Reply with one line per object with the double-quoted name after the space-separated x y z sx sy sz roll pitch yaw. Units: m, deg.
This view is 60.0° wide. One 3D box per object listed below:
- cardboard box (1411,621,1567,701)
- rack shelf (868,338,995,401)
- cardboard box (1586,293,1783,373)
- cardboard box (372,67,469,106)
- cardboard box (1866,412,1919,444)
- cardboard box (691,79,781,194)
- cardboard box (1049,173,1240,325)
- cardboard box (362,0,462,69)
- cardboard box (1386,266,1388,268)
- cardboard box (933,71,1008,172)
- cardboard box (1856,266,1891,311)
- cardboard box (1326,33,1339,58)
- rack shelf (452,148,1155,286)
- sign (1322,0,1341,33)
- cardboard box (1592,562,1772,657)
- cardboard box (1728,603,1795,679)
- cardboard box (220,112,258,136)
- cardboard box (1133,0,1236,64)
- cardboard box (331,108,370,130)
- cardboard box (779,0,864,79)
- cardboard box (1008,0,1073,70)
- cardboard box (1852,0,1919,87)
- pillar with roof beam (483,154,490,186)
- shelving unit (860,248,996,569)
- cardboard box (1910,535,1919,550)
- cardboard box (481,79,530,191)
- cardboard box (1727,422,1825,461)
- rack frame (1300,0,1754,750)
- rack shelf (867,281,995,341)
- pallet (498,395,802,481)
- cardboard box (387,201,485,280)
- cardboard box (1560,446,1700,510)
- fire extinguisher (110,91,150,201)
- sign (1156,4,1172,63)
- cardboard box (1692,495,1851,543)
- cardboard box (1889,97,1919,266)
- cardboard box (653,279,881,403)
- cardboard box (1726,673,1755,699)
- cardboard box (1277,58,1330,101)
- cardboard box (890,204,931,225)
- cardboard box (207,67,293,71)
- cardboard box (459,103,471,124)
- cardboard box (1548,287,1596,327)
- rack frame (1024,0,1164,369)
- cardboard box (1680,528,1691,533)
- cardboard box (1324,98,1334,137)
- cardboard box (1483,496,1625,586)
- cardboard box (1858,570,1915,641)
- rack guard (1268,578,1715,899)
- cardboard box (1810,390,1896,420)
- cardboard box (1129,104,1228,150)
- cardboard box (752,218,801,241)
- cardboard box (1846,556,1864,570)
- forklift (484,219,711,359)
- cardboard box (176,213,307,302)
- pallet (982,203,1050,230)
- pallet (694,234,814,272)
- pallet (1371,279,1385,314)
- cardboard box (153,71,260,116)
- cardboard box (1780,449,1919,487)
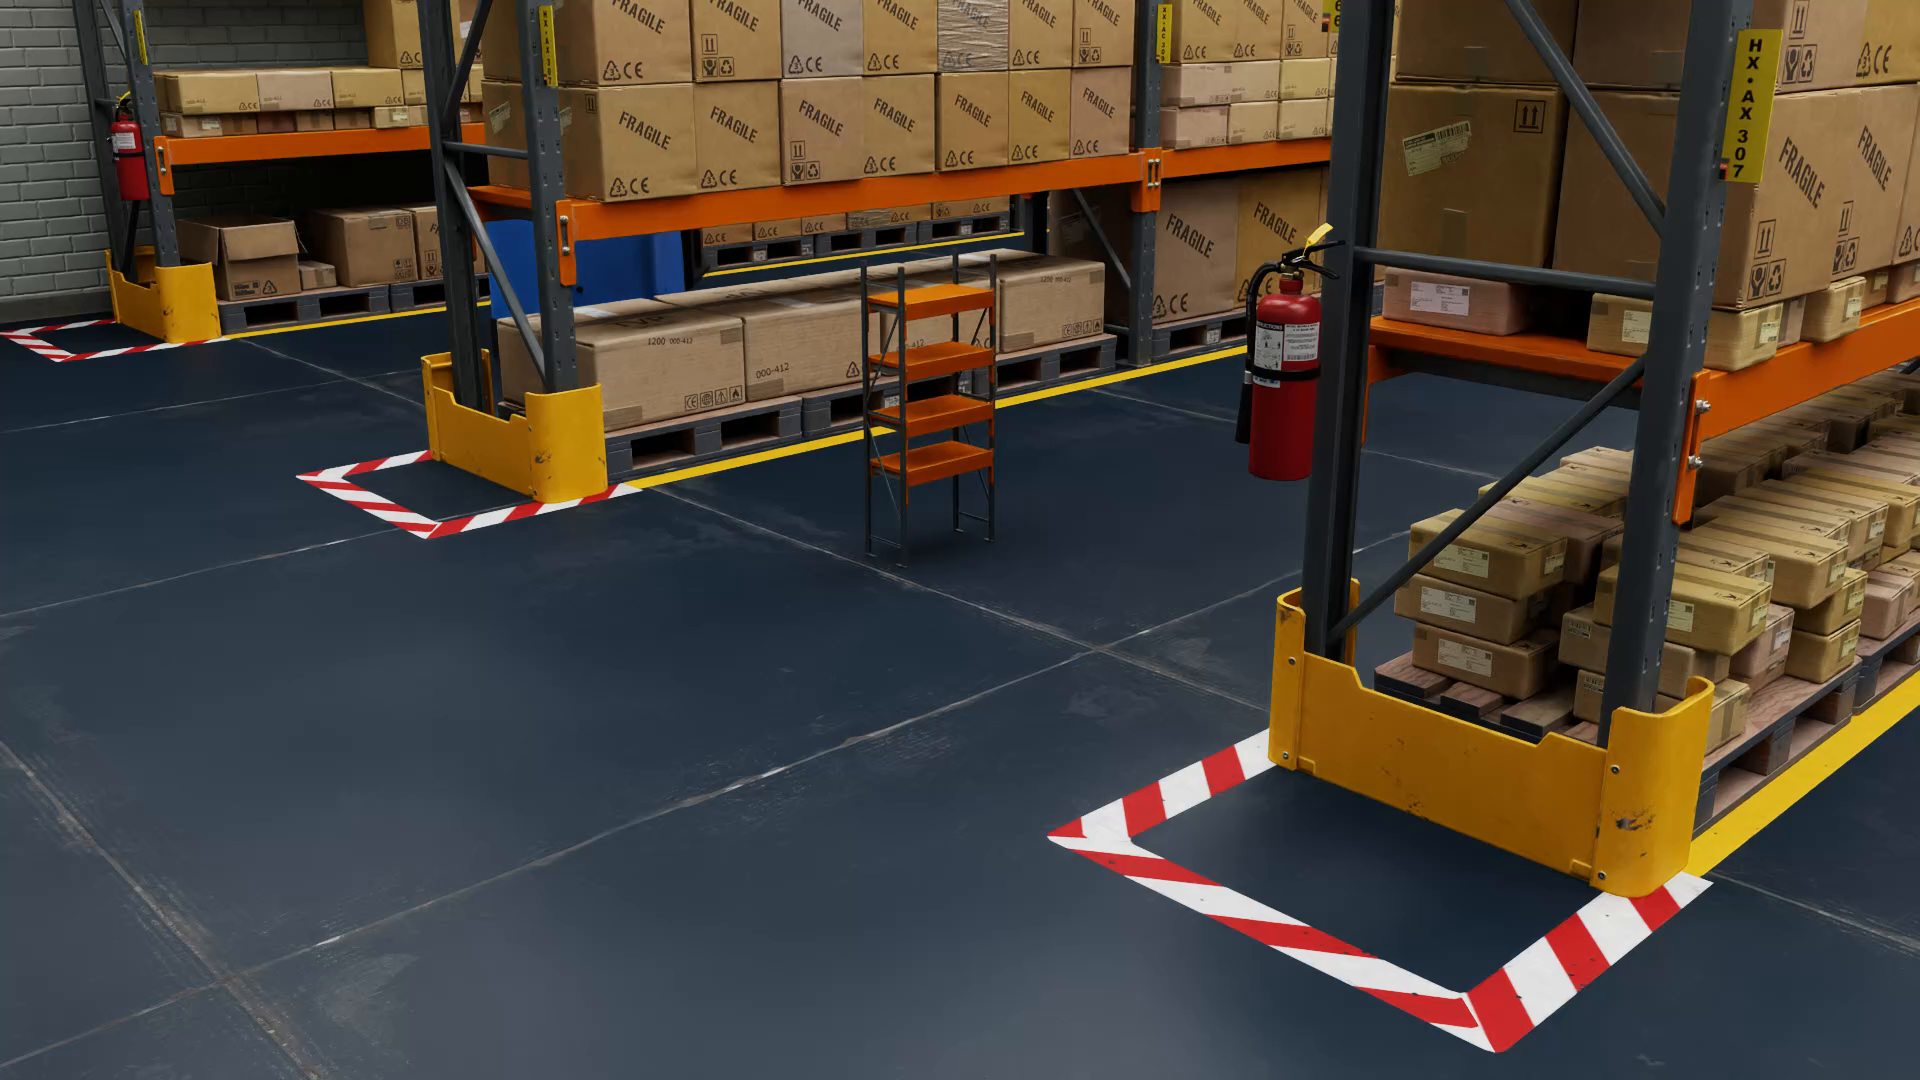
1.604 0.333 5.036 0.250 0.149 0.380 -16 24 -40 "cardboard box"
-0.120 -0.684 6.643 0.480 0.148 0.258 -16 24 -41 "rack shelf"
1.825 -0.541 4.197 0.250 0.149 0.380 -17 24 -41 "cardboard box"
-3.919 -3.299 12.057 0.500 0.250 0.500 -17 25 -42 "cardboard box"
3.615 -0.351 6.180 0.250 0.149 0.380 -15 23 -39 "cardboard box"
-1.215 -1.952 7.978 0.500 0.500 0.500 -17 24 -42 "cardboard box"
1.192 -1.939 10.866 0.875 0.875 0.875 -15 23 -39 "cardboard box"
-3.918 -3.645 11.910 0.500 0.500 0.500 -15 24 -39 "cardboard box"
3.144 -2.510 12.626 0.875 0.875 0.875 -17 24 -41 "cardboard box"
-0.090 -2.273 8.969 0.500 0.500 0.500 -17 24 -42 "cardboard box"
2.522 -0.787 4.955 0.250 0.149 0.380 -17 24 -41 "cardboard box"
2.402 -3.483 11.082 0.500 0.500 0.500 -17 24 -42 "cardboard box"
-0.656 -1.835 8.947 4.000 0.370 1.077 -16 24 -41 "rack shelf"
0.998 -1.495 4.343 0.005 0.325 0.100 -16 24 -41 "sign"
1.979 0.173 4.564 0.380 0.149 0.250 17 24 41 "cardboard box"
2.160 0.251 4.807 0.250 0.149 0.380 -16 24 -41 "cardboard box"
-4.942 -2.818 11.219 0.250 0.149 0.380 -15 24 -39 "cardboard box"
1.314 -3.153 10.062 0.500 0.500 0.500 -16 24 -40 "cardboard box"
-4.360 -2.979 11.715 0.250 0.149 0.380 -16 24 -40 "cardboard box"
-0.826 -2.536 8.160 0.500 0.500 0.500 -16 24 -41 "cardboard box"
0.270 -2.856 9.148 0.500 0.500 0.500 -17 24 -42 "cardboard box"
2.236 -1.474 4.402 0.500 0.500 0.500 -15 23 -39 "cardboard box"
-0.784 -5.656 9.838 0.400 9.000 9.100 -16 24 -41 "pillar with roof beam"
-0.120 -0.536 6.691 0.503 1.200 0.258 -16 24 -41 "shelving unit"
3.260 -0.097 5.881 0.380 0.149 0.250 17 24 41 "cardboard box"
-1.941 -1.962 8.011 0.500 0.500 0.500 -16 24 -41 "cardboard box"
2.932 -0.331 6.119 0.380 0.149 0.250 17 24 42 "cardboard box"
1.365 -0.665 4.173 0.127 3.000 1.000 -16 24 -41 "rack frame"
-0.120 -0.909 6.570 0.480 0.148 0.258 -16 24 -41 "rack shelf"
-1.582 -0.614 8.535 1.213 0.211 1.003 -16 24 -41 "pallet"
-3.912 -2.246 12.420 0.500 0.500 0.500 -16 24 -40 "cardboard box"
2.287 -0.195 5.699 0.250 0.149 0.380 -15 23 -39 "cardboard box"
-5.312 -2.516 10.611 0.183 0.674 0.296 -16 24 -41 "fire extinguisher"
1.179 -2.926 9.614 0.005 0.325 0.100 -16 24 -41 "sign"
2.491 -0.008 5.123 0.380 0.149 0.250 16 24 41 "cardboard box"
2.617 -1.108 4.893 0.500 0.500 0.500 -16 24 -40 "cardboard box"
-1.039 -1.092 8.963 0.875 0.438 0.875 -15 24 -39 "cardboard box"
2.099 0.378 4.897 0.250 0.149 0.380 -16 24 -41 "cardboard box"
2.055 -3.015 10.853 0.500 0.250 0.500 -16 24 -40 "cardboard box"
-0.618 -3.218 15.418 0.500 0.500 0.500 -15 23 -39 "cardboard box"
-4.995 -3.201 11.755 0.500 0.250 0.500 -16 24 -41 "cardboard box"
-3.808 -3.146 12.231 0.250 0.149 0.380 -16 24 -41 "cardboard box"
1.614 -0.723 4.757 0.250 0.149 0.380 -16 24 -41 "cardboard box"
0.797 -2.601 10.143 0.127 3.000 1.000 -16 24 -41 "rack frame"
2.195 0.029 5.490 0.250 0.149 0.380 -17 24 -41 "cardboard box"
2.426 -2.882 11.255 0.500 0.250 0.500 -17 24 -42 "cardboard box"
1.797 -0.001 5.102 0.250 0.149 0.380 -16 24 -40 "cardboard box"
2.897 0.185 5.491 0.380 0.149 0.250 16 24 41 "cardboard box"
1.420 0.508 4.608 0.348 0.500 1.175 -16 24 -41 "rack guard"
3.488 -0.503 6.650 0.250 0.149 0.380 -17 24 -42 "cardboard box"
1.298 -2.564 10.271 0.500 0.250 0.500 -17 25 -42 "cardboard box"
-1.730 -2.890 14.407 0.500 0.500 0.500 -17 24 -42 "cardboard box"
2.665 0.071 5.360 0.380 0.149 0.250 16 24 41 "cardboard box"
-2.339 -2.898 11.171 1.130 2.935 3.031 0 18 1 "forklift"
-5.013 -1.985 11.612 0.797 0.503 0.637 17 24 42 "cardboard box"
0.915 -3.399 17.127 1.213 0.211 1.003 -16 24 -41 "pallet"
-2.051 -2.567 14.559 1.213 0.211 1.003 -16 24 -41 "pallet"
3.079 -1.972 12.724 1.213 0.211 1.003 -16 24 -41 "pallet"
-5.008 -2.971 11.045 0.500 0.250 0.500 -16 24 -41 "cardboard box"
3.038 -0.185 5.668 0.250 0.149 0.380 -16 24 -41 "cardboard box"
